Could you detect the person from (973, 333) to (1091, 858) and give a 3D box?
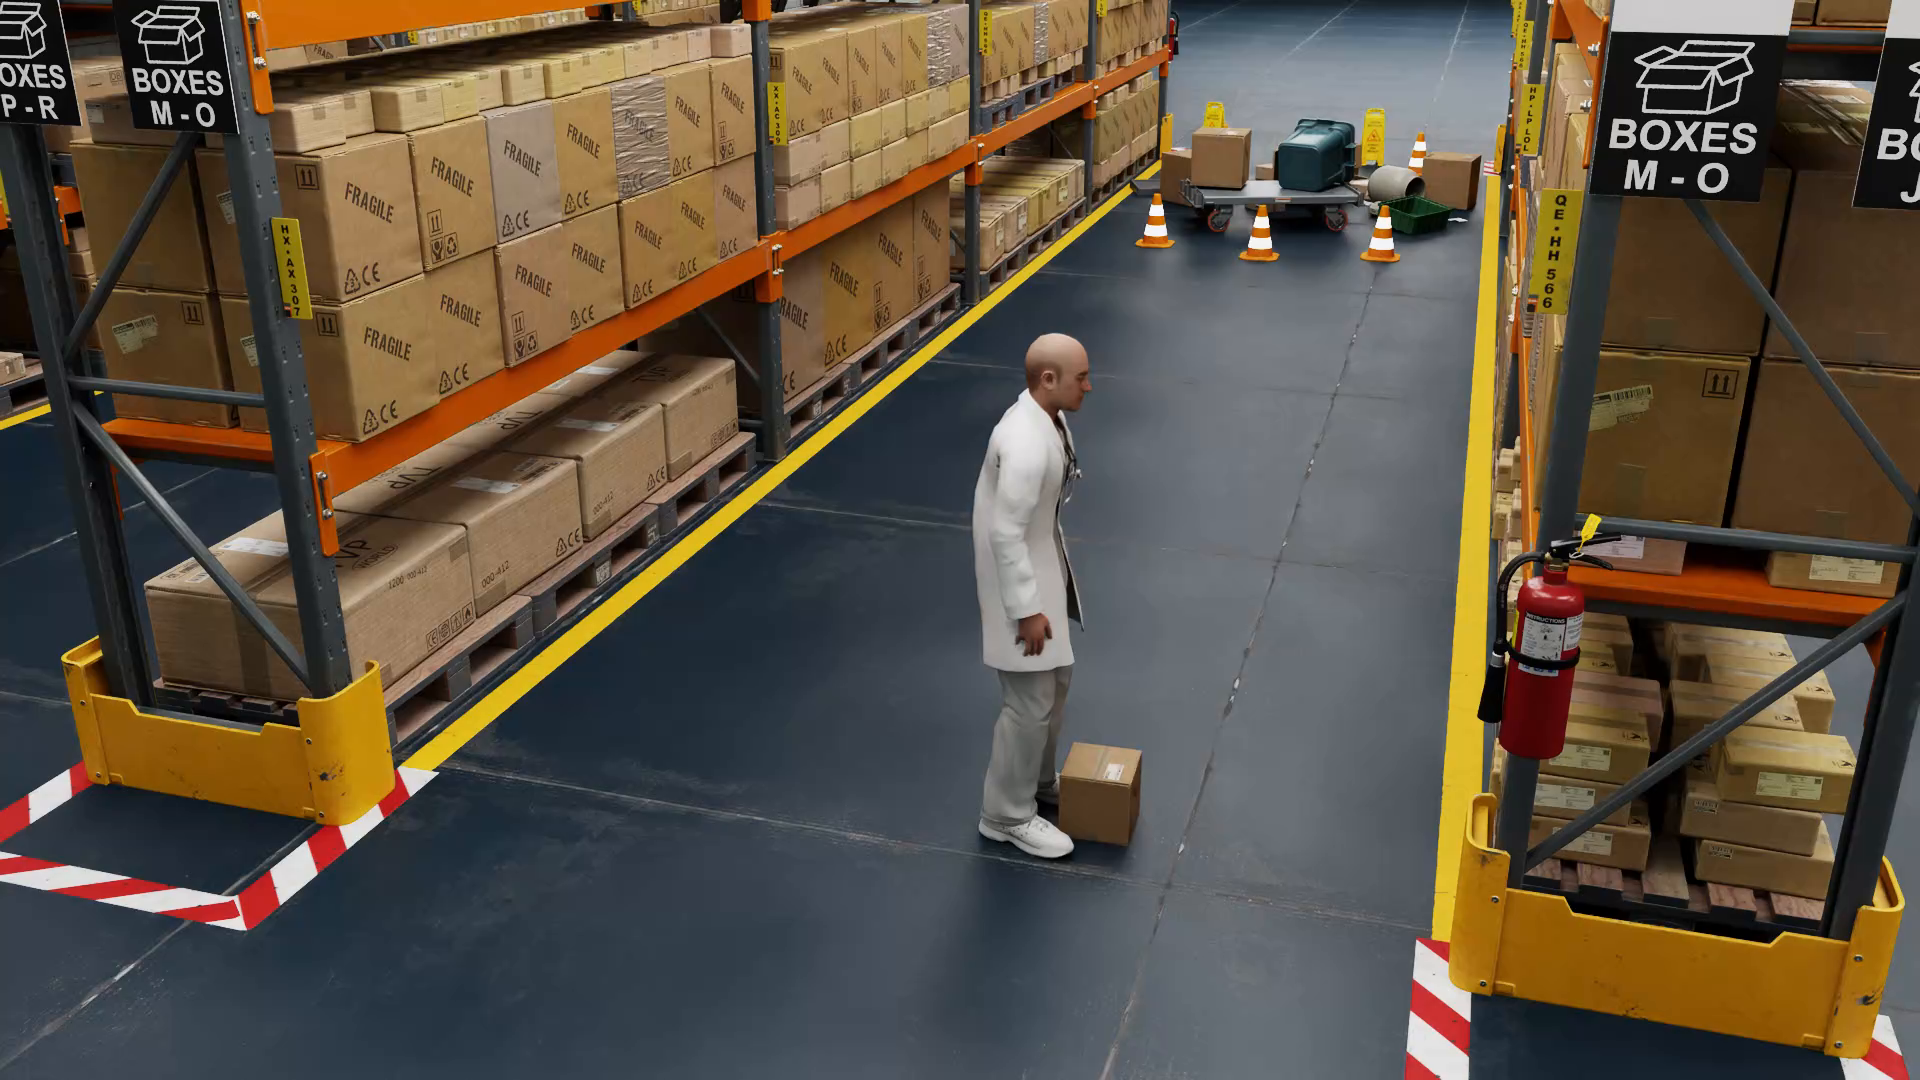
[{"bbox_3d":[7.645,-1.398,9.633,12.853,1.773,12.280,5,22,12],"label":"person"}]
